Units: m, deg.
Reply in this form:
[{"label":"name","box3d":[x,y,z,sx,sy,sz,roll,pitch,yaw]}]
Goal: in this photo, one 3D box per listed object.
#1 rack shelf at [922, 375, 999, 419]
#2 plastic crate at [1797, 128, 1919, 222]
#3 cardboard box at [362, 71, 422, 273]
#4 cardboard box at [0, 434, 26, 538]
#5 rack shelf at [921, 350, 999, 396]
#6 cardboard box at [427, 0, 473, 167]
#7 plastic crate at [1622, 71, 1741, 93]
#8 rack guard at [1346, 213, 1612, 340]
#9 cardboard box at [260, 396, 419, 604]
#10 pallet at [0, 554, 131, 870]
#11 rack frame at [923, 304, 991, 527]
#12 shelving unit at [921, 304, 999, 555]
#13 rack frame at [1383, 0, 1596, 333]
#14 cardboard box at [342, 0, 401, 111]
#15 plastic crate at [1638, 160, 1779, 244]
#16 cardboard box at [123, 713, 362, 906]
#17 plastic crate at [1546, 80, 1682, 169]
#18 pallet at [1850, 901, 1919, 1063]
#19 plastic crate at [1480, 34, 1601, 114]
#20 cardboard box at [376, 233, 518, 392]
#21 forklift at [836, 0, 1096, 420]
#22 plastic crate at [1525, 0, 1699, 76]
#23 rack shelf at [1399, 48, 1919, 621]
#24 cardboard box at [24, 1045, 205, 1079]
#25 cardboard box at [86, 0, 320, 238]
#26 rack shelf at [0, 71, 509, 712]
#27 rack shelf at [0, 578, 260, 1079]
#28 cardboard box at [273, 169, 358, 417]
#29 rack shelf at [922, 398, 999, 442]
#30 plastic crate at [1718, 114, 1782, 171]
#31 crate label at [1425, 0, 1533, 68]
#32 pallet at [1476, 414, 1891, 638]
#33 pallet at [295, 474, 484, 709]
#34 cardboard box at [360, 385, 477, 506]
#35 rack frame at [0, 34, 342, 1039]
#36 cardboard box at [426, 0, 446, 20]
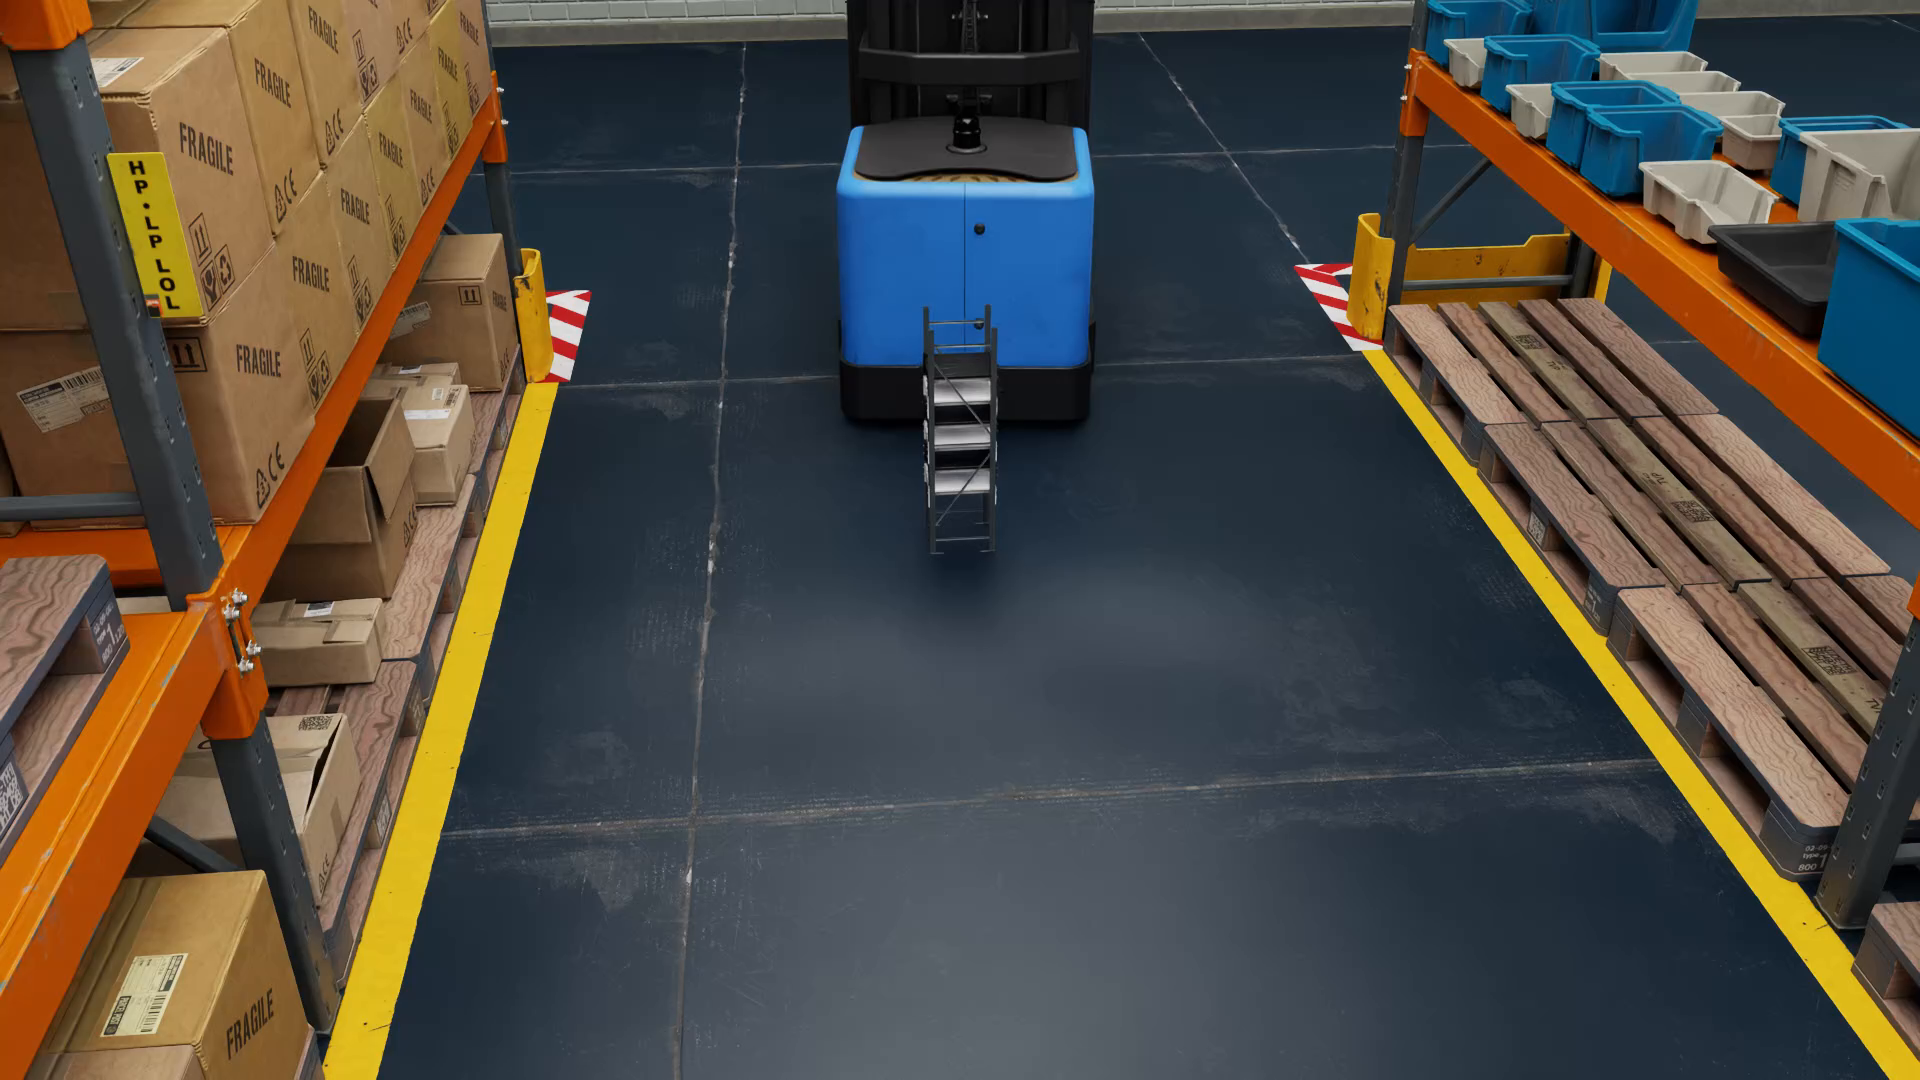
[{"label":"rack shelf","box3d":[-0.001,-0.516,5.951,0.258,0.077,0.200,-3,31,-5]},{"label":"plastic crate","box3d":[2.894,-1.049,5.138,0.437,0.282,0.530,-3,31,-5]},{"label":"cardboard box","box3d":[-2.000,-1.143,5.140,0.500,0.500,0.500,-3,31,-5]},{"label":"cardboard box","box3d":[-2.381,-0.336,3.790,0.500,0.500,0.500,-2,31,-4]},{"label":"rack shelf","box3d":[-0.001,-0.594,5.905,0.258,0.077,0.200,-3,31,-5]},{"label":"cardboard box","box3d":[-2.088,-1.655,5.998,0.500,0.500,0.500,-2,31,-4]},{"label":"plastic crate","box3d":[2.748,-1.684,6.343,0.396,0.136,0.243,-3,31,-5]},{"label":"rack guard","box3d":[2.464,-1.266,7.882,1.175,0.500,0.348,-3,31,-5]},{"label":"cardboard box","box3d":[-2.260,-0.126,5.541,0.797,0.503,0.637,-3,31,-5]},{"label":"pallet","box3d":[-2.113,0.446,2.766,1.003,0.211,1.213,-3,31,-5]},{"label":"rack frame","box3d":[-0.010,-0.442,6.113,0.240,0.900,0.006,-3,31,-5]},{"label":"shelving unit","box3d":[-0.001,-0.390,6.026,0.258,0.900,0.210,-3,31,-5]},{"label":"rack frame","box3d":[2.479,-2.328,7.222,1.000,3.000,0.127,-3,31,-5]},{"label":"cardboard box","box3d":[-1.988,-1.566,4.874,0.500,0.500,0.500,-2,31,-3]},{"label":"plastic crate","box3d":[2.391,-1.073,5.319,0.293,0.136,0.466,-3,31,-5]},{"label":"cardboard box","box3d":[-1.903,0.691,4.361,0.500,0.311,0.500,-3,31,-5]},{"label":"plastic crate","box3d":[2.298,-1.467,5.886,0.416,0.233,0.300,-3,31,-5]},{"label":"pallet","box3d":[2.884,1.308,3.855,1.003,0.211,1.213,-3,31,-5]},{"label":"plastic crate","box3d":[2.236,-1.804,6.449,0.416,0.233,0.300,-3,31,-5]},{"label":"cardboard box","box3d":[-2.157,-0.942,6.911,0.500,0.500,0.500,-3,31,-5]},{"label":"forklift","box3d":[0.051,-2.476,7.537,1.130,2.935,3.031,1,31,1]},{"label":"plastic crate","box3d":[2.697,-2.207,6.926,0.616,0.435,0.499,-3,31,-5]},{"label":"rack shelf","box3d":[2.666,-0.998,5.697,1.077,0.370,4.000,-3,31,-5]},{"label":"cardboard box","box3d":[-1.710,1.325,3.115,0.500,0.500,0.500,-3,31,-4]},{"label":"cardboard box","box3d":[-1.892,-1.040,3.993,0.500,0.500,0.500,-4,31,-6]},{"label":"rack shelf","box3d":[-2.266,-0.762,5.303,1.077,0.370,4.000,-3,31,-5]},{"label":"rack shelf","box3d":[-1.892,1.280,1.884,1.077,0.370,4.000,-3,31,-5]},{"label":"cardboard box","box3d":[-1.906,-0.627,4.278,0.500,0.500,0.500,-2,31,-4]},{"label":"rack shelf","box3d":[-0.001,-0.439,5.997,0.258,0.077,0.200,-3,31,-5]},{"label":"plastic crate","box3d":[2.845,-1.393,5.855,0.298,0.136,0.250,-3,31,-5]},{"label":"crate label","box3d":[2.175,-2.140,7.012,0.416,0.233,0.303,-3,31,-5]},{"label":"pallet","box3d":[2.629,-0.086,6.188,1.003,0.211,1.213,-3,31,-5]},{"label":"pallet","box3d":[-2.259,0.172,5.756,1.003,0.211,1.213,-3,31,-5]},{"label":"cardboard box","box3d":[-2.098,-0.348,6.160,0.500,0.250,0.500,-3,31,-5]},{"label":"rack frame","box3d":[-2.079,-0.050,3.409,1.000,3.000,0.127,-3,31,-5]},{"label":"cardboard box","box3d":[-2.089,-2.092,5.755,0.500,0.500,0.500,-2,31,-3]}]
